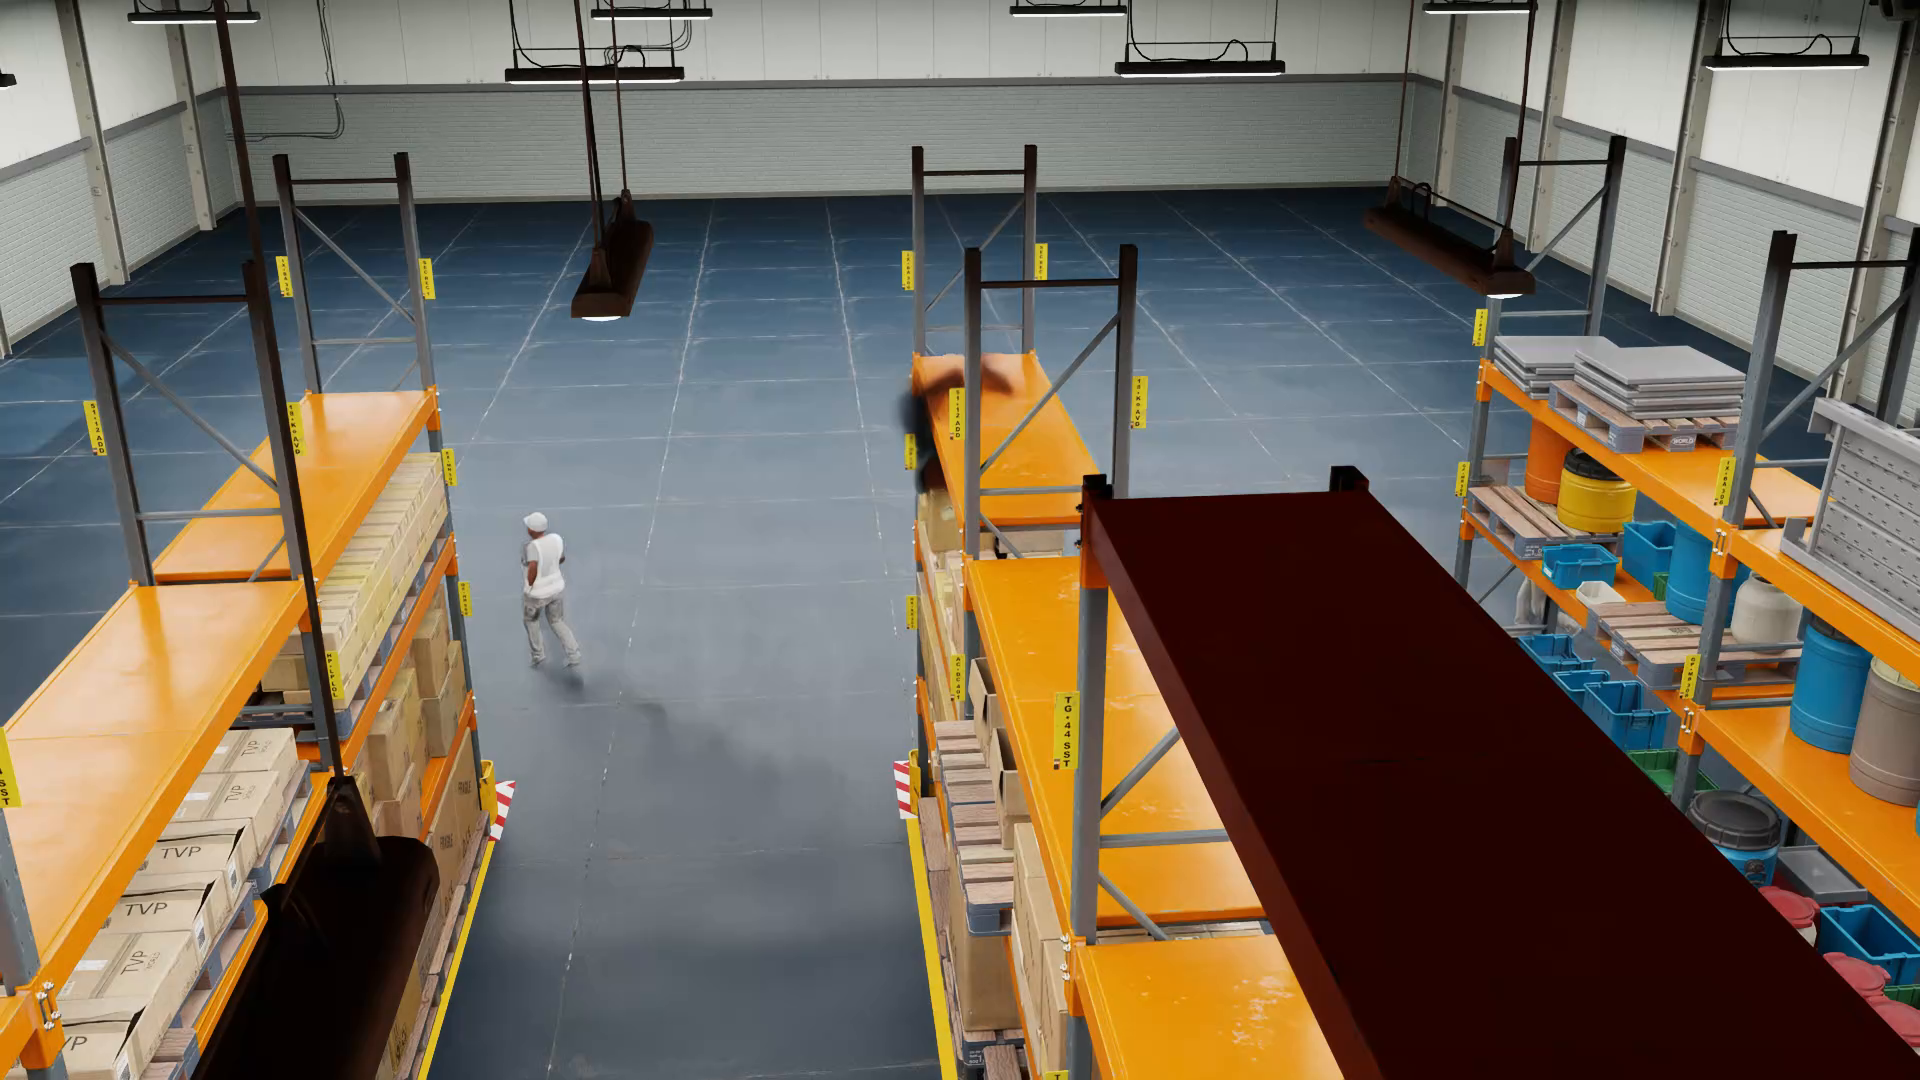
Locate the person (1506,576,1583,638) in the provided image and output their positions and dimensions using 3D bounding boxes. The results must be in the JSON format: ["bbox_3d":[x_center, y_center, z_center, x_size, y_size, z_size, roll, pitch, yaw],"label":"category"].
[{"bbox_3d":[6.511,0.387,18.426,0.870,1.639,0.619,7,23,17],"label":"person"}]

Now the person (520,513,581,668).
[{"bbox_3d":[-4.398,0.604,17.760,0.848,1.865,0.702,15,26,33],"label":"person"}]
